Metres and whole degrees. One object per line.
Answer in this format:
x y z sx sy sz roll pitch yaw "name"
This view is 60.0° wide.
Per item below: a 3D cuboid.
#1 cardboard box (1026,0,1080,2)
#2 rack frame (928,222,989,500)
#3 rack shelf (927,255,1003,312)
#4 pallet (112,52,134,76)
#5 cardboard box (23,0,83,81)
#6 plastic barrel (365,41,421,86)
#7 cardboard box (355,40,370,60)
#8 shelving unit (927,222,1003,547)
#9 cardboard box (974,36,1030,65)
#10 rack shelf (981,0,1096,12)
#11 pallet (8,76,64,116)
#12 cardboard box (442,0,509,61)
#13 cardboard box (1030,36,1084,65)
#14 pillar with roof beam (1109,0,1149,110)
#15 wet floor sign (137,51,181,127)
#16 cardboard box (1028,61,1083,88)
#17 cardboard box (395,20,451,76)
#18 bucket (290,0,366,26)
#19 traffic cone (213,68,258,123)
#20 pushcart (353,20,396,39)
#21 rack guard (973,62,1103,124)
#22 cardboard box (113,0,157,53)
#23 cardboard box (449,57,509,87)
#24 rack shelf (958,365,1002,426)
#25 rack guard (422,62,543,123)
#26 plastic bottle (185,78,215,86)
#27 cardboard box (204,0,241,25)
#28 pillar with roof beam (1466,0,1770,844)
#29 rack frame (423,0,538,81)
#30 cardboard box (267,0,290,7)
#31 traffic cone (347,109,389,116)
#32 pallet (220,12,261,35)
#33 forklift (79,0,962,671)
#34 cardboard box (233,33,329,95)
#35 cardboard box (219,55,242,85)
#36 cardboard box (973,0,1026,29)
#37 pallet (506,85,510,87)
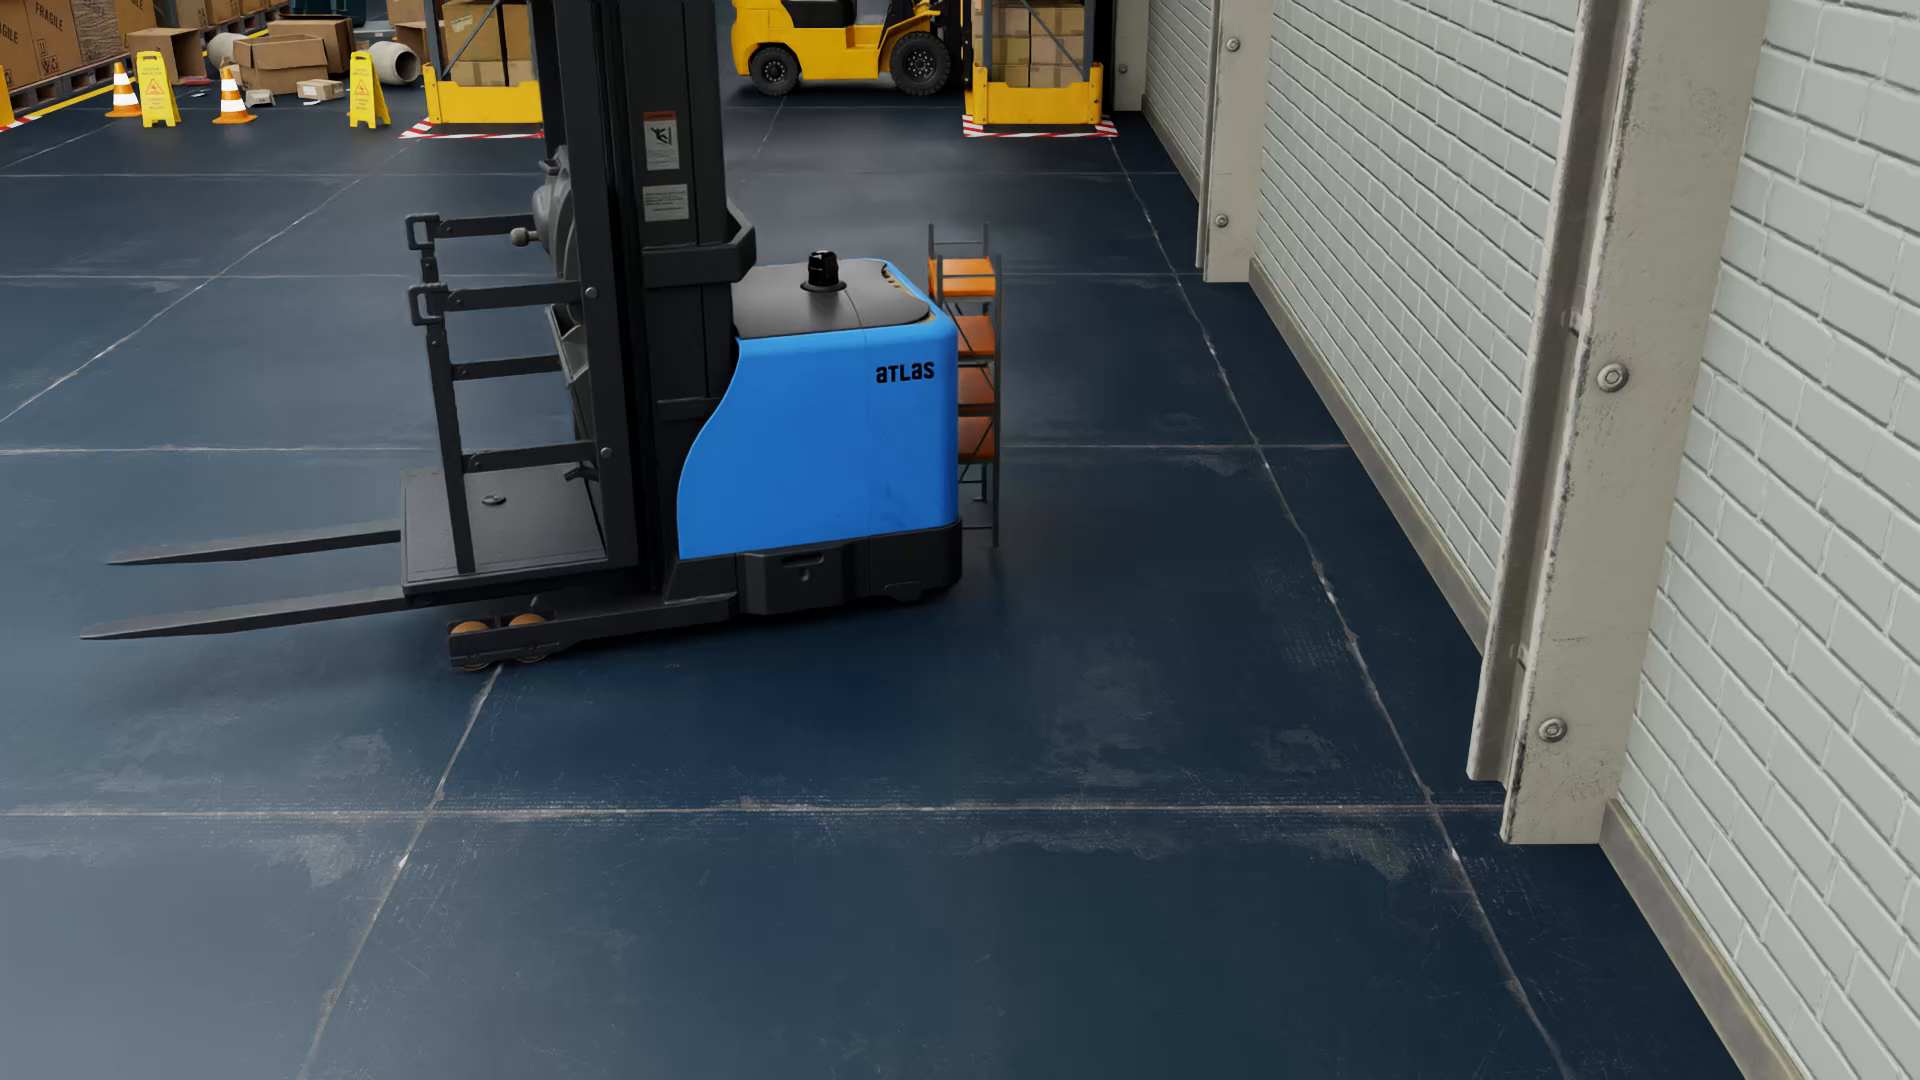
0.878 -5.023 15.830 0.500 0.250 0.500 0 24 0 "cardboard box"
-0.006 -0.718 6.882 0.240 1.200 0.015 -2 24 -4 "rack frame"
0.014 -0.976 6.498 0.258 0.148 0.480 -2 24 -4 "rack shelf"
-9.322 -5.201 17.993 1.003 0.211 1.213 0 24 -1 "pallet"
-9.294 -5.002 16.238 0.875 0.875 0.875 -1 24 -1 "cardboard box"
-5.797 -4.871 17.006 0.512 0.421 0.421 19 30 35 "plastic barrel"
-6.441 -5.258 18.053 0.258 0.266 0.396 -19 31 -36 "cardboard box"
0.014 -0.618 6.660 0.258 1.200 0.503 -2 24 -4 "shelving unit"
0.385 -4.590 15.479 0.500 0.250 0.500 -1 24 -1 "cardboard box"
0.681 -5.721 16.632 1.077 0.370 4.000 0 24 -1 "rack shelf"
-9.296 -4.195 15.770 1.003 0.211 1.213 0 24 -1 "pallet"
-4.530 -4.810 15.662 0.500 0.500 0.500 0 24 0 "cardboard box"
0.906 -4.585 15.469 0.500 0.250 0.500 0 24 0 "cardboard box"
-2.708 -8.229 14.026 9.100 9.000 0.400 0 24 -1 "pillar with roof beam"
-7.229 -4.061 14.946 0.267 0.644 0.232 -4 25 -10 "wet floor sign"
0.893 -4.366 15.591 0.500 0.250 0.500 0 24 0 "cardboard box"
-5.653 -5.263 17.778 0.500 0.500 0.500 19 30 35 "cardboard box"
-6.946 -5.940 18.372 0.726 0.611 0.620 8 16 18 "bucket"
-6.661 -4.071 15.190 0.336 0.463 0.334 0 24 -1 "traffic cone"
-6.583 -5.623 18.725 1.648 0.377 0.936 -9 26 -19 "pushcart"
0.703 -4.076 15.155 1.175 0.500 0.348 0 24 -1 "rack guard"
-9.316 -5.749 17.889 0.875 0.875 0.875 0 24 0 "cardboard box"
-4.538 -4.481 15.844 0.500 0.250 0.500 0 24 -1 "cardboard box"
0.014 -0.557 6.688 0.258 0.148 0.480 -2 24 -4 "rack shelf"
-4.261 -4.093 15.193 1.175 0.500 0.348 0 24 -1 "rack guard"
-7.810 -4.711 17.091 0.283 0.061 0.133 -9 26 -19 "plastic bottle"
-9.356 -6.604 19.932 1.050 0.750 0.750 0 24 -1 "cardboard box"
-2.577 -3.285 3.093 9.100 9.000 0.400 0 24 -1 "pillar with roof beam"
-4.260 -5.201 14.609 1.000 3.000 0.127 0 24 -1 "rack frame"
-9.379 -7.348 21.577 1.050 0.750 0.750 -1 24 -1 "cardboard box"
-5.555 -4.216 15.510 0.336 0.463 0.334 0 24 -1 "traffic cone"
-9.352 -6.336 20.503 1.003 0.211 1.213 0 24 -1 "pallet"
-1.568 -1.127 5.685 3.031 2.935 1.130 -7 25 -16 "forklift"
-6.811 -4.776 16.698 0.797 0.503 0.637 -19 31 -36 "cardboard box"
-7.392 -4.839 17.127 0.396 0.266 0.258 4 25 9 "cardboard box"
0.375 -5.017 15.817 0.500 0.250 0.500 0 24 0 "cardboard box"
-4.234 -4.296 15.993 1.003 0.211 1.213 0 24 -1 "pallet"
